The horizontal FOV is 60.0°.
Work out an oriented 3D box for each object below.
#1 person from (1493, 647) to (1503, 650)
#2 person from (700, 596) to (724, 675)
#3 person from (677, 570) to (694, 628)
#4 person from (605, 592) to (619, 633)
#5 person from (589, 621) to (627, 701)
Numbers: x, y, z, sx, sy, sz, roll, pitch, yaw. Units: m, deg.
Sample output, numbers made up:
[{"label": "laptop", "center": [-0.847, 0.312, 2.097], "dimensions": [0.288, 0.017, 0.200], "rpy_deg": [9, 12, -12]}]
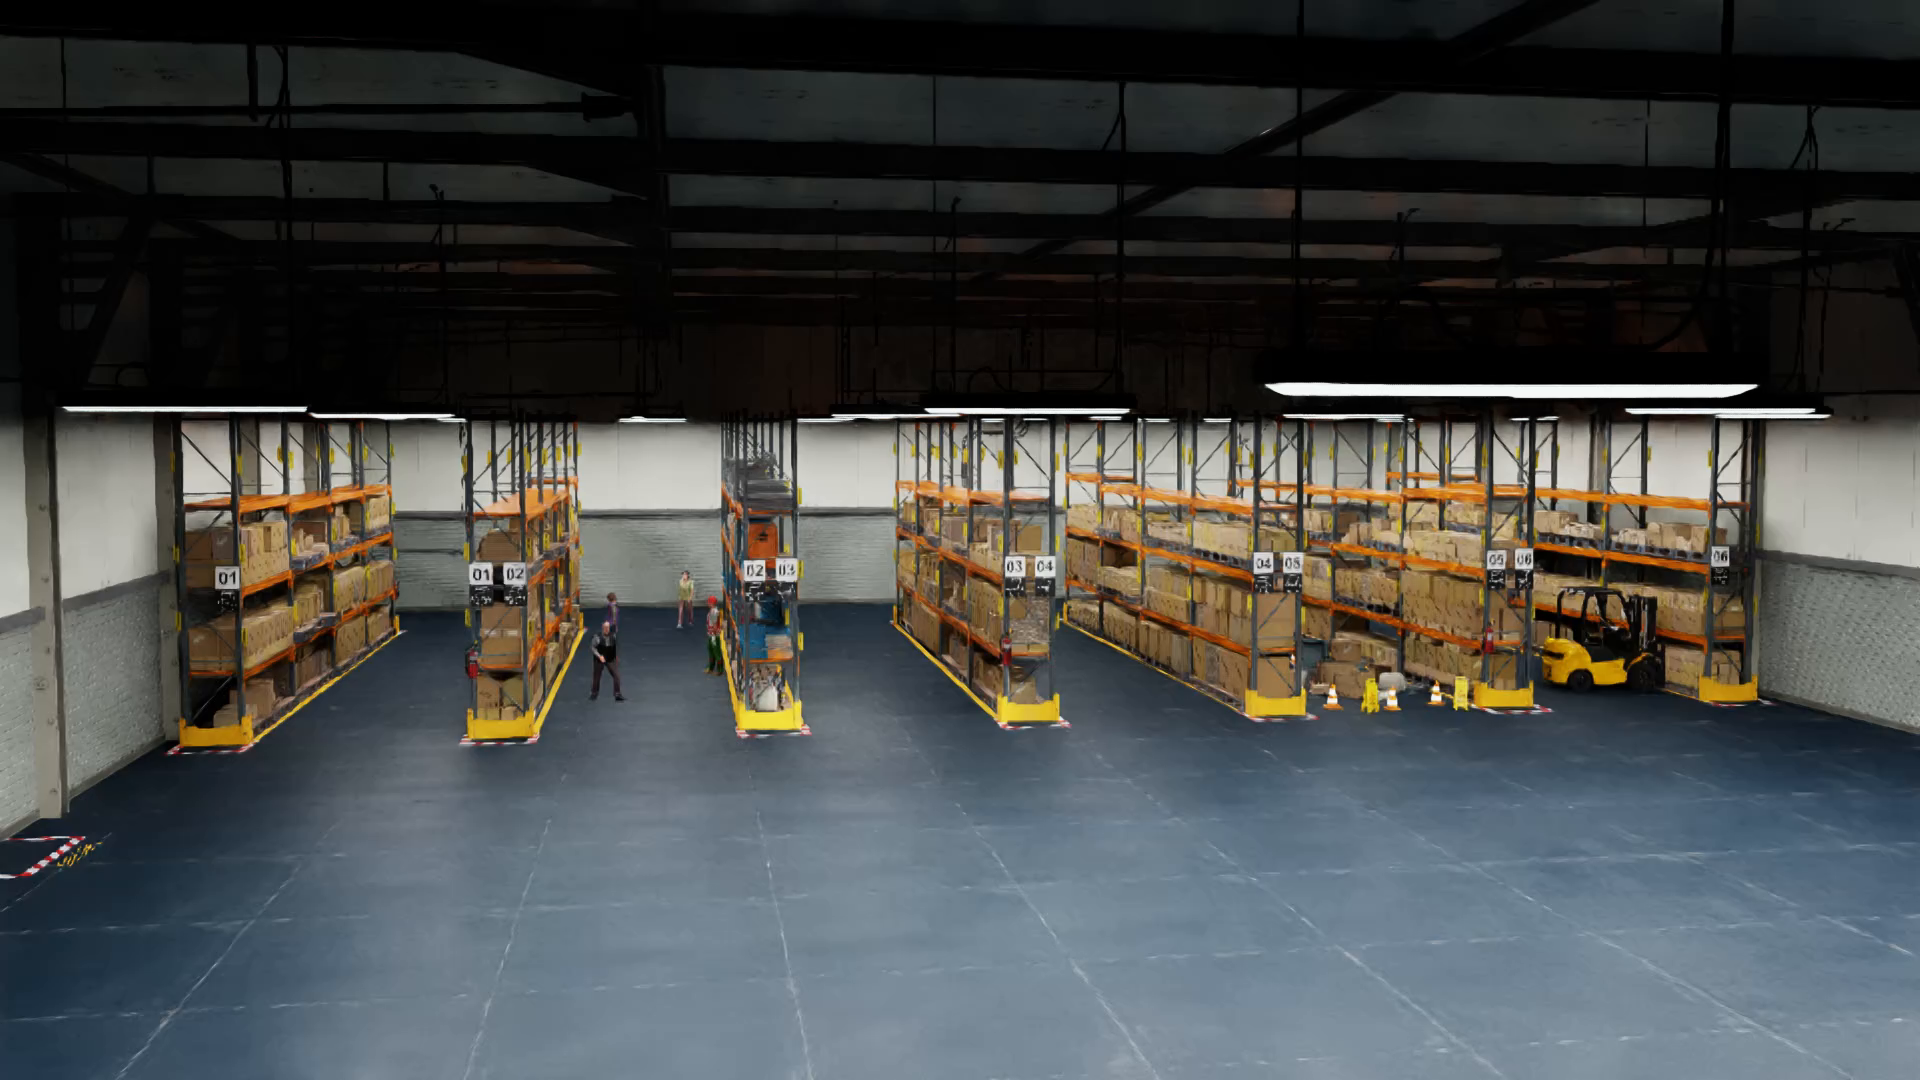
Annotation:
[{"label": "person", "center": [12.465, 2.152, 38.641], "dimensions": [0.457, 1.733, 0.593], "rpy_deg": [-3, 5, -39]}, {"label": "person", "center": [-5.666, 2.166, 37.900], "dimensions": [0.515, 1.787, 0.749], "rpy_deg": [-1, 4, -12]}, {"label": "person", "center": [-7.695, 1.648, 46.732], "dimensions": [0.444, 1.605, 1.018], "rpy_deg": [0, 4, -1]}, {"label": "person", "center": [-8.505, 2.071, 40.671], "dimensions": [0.347, 1.600, 0.533], "rpy_deg": [-2, 5, -30]}, {"label": "person", "center": [-7.330, 2.487, 34.389], "dimensions": [0.688, 1.659, 0.825], "rpy_deg": [-2, 4, -27]}]
